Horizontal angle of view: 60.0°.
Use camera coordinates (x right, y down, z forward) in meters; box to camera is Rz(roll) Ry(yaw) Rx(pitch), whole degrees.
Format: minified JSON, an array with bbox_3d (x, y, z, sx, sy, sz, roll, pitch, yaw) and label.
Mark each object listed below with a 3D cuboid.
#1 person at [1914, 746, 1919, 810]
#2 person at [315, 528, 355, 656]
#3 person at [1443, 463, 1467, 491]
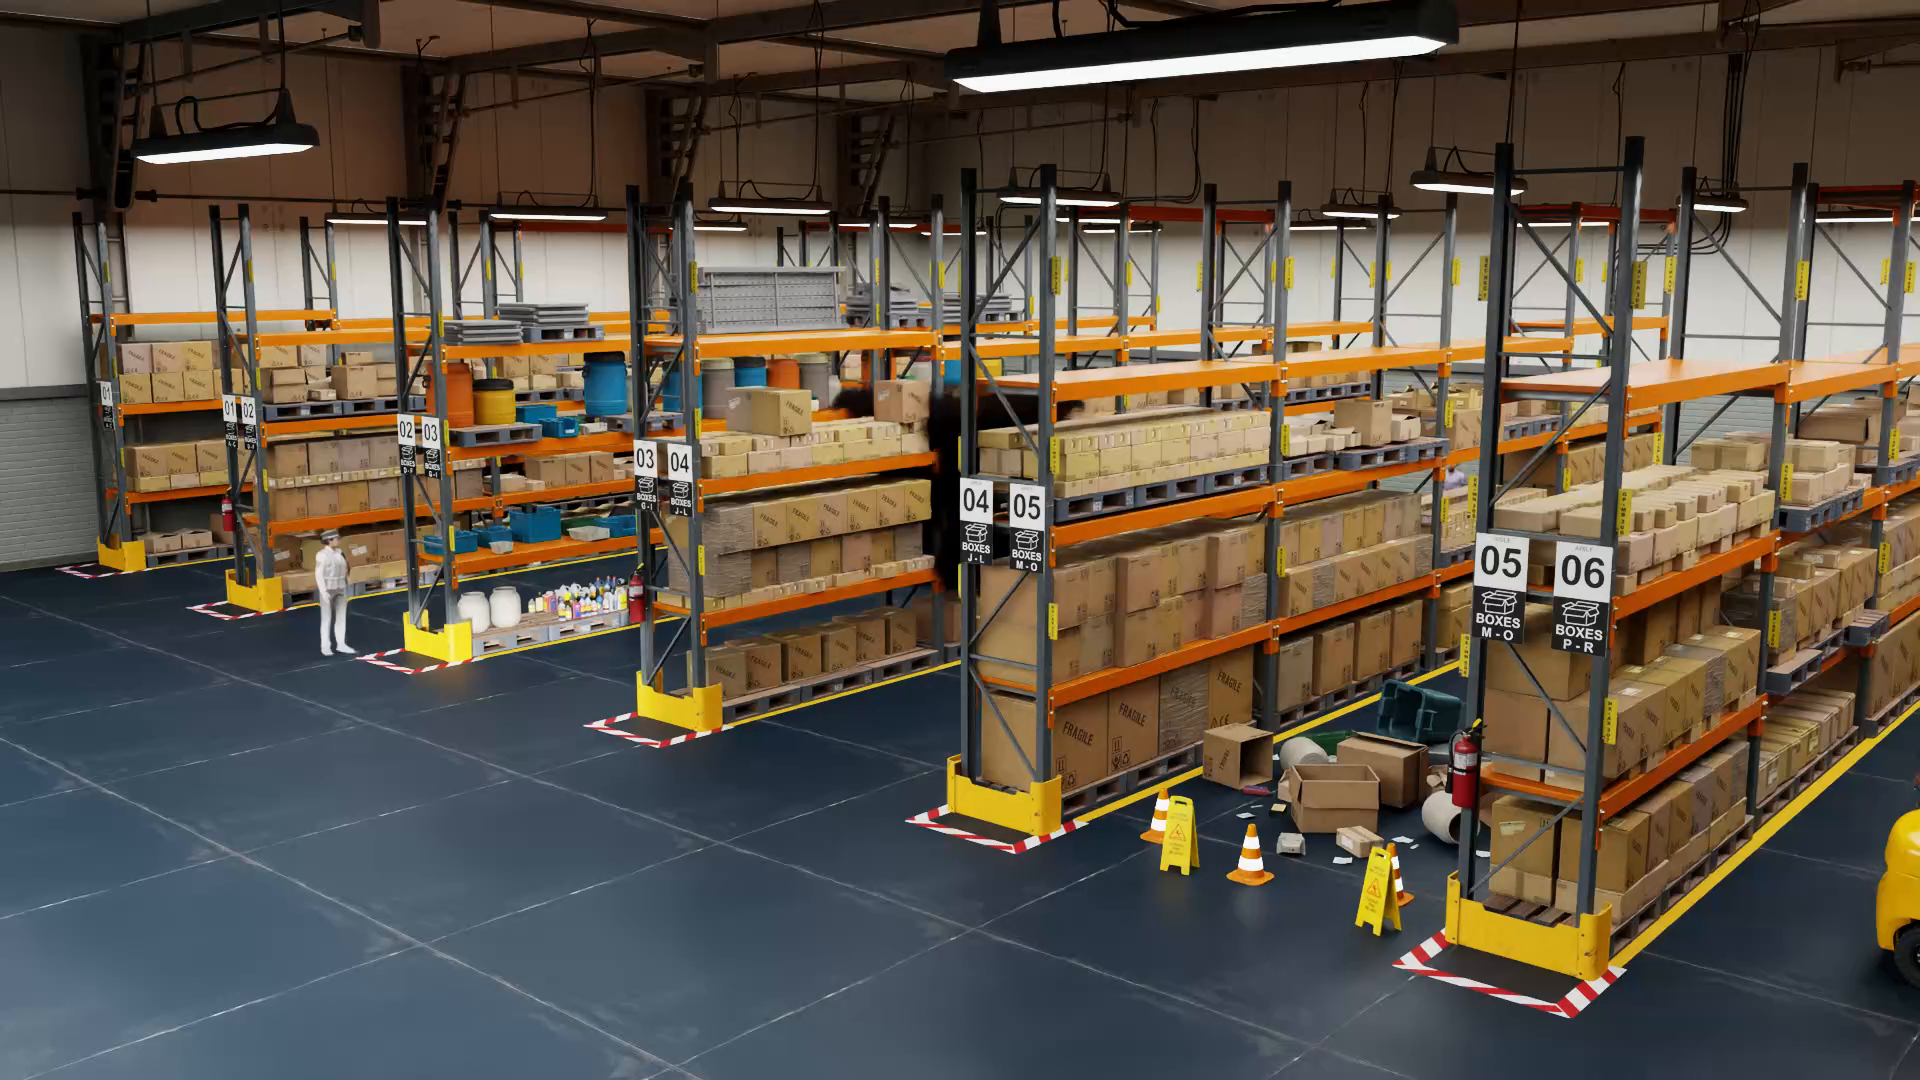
[{"bbox_3d":[8.494,2.046,14.350,0.525,1.706,0.501,0,9,-3],"label":"person"},{"bbox_3d":[-8.322,0.687,22.084,0.431,1.698,0.513,7,12,36],"label":"person"},{"bbox_3d":[9.060,-0.694,30.592,0.520,1.654,0.489,2,10,14],"label":"person"}]
